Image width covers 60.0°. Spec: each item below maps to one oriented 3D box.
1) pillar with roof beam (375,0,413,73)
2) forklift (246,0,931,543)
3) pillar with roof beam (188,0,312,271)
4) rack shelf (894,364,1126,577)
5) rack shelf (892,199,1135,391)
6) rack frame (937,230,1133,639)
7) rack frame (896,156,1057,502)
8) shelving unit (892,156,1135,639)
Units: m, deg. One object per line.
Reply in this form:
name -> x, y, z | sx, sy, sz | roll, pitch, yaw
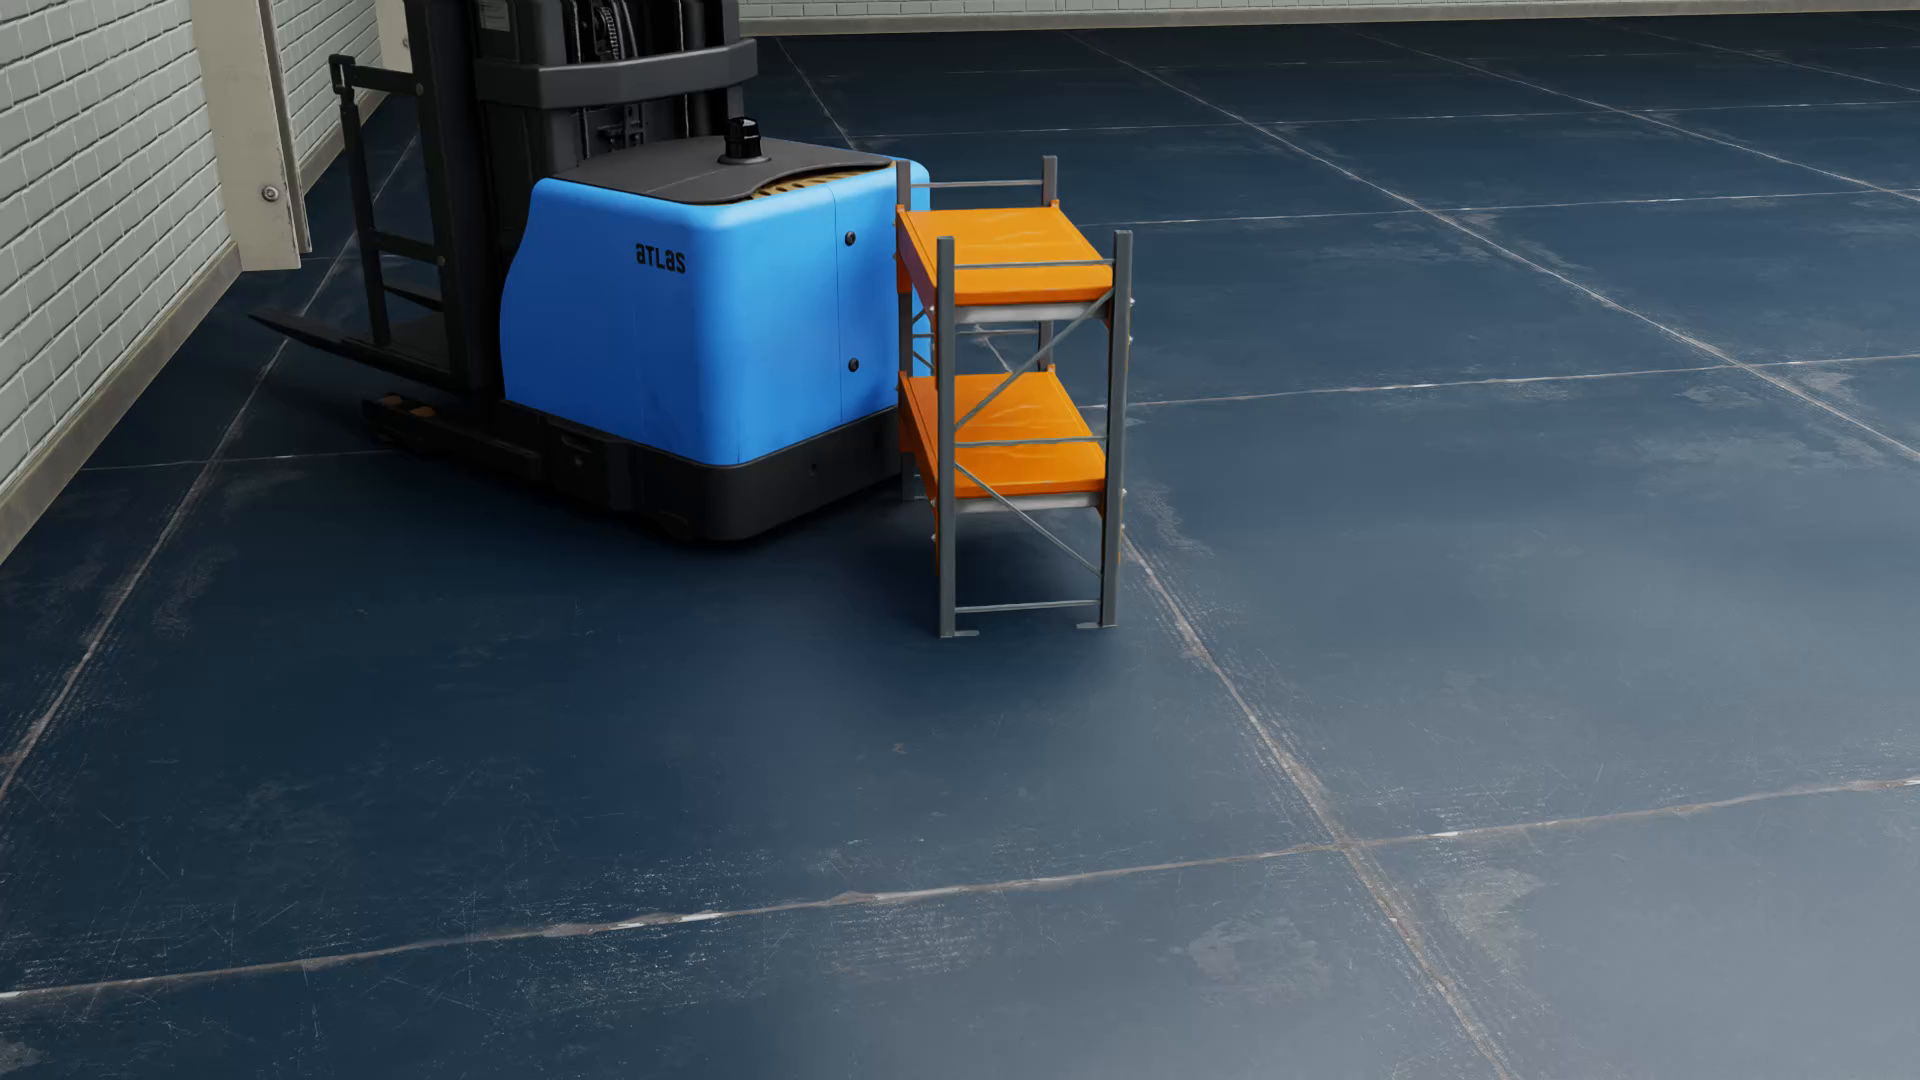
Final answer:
pillar with roof beam -> -0.398, -8.237, 12.867 | 9.100, 9.000, 0.400 | -4, 24, -10
forklift -> -1.548, -1.800, 5.709 | 3.031, 2.935, 1.130 | 18, 29, 35
pillar with roof beam -> 0.712, -5.877, 7.464 | 9.100, 9.000, 0.400 | -4, 24, -10
rack shelf -> 0.121, -0.237, 4.999 | 0.538, 0.278, 1.000 | -3, 24, -7
rack shelf -> 0.121, -0.729, 4.784 | 0.538, 0.278, 1.000 | -3, 24, -7
rack frame -> 0.191, -0.260, 4.439 | 0.500, 1.125, 0.032 | -3, 24, -7
rack frame -> 0.052, -0.663, 5.362 | 0.500, 1.125, 0.032 | -3, 24, -7
shelving unit -> 0.121, -0.461, 4.901 | 0.538, 1.125, 1.048 | -3, 24, -7
